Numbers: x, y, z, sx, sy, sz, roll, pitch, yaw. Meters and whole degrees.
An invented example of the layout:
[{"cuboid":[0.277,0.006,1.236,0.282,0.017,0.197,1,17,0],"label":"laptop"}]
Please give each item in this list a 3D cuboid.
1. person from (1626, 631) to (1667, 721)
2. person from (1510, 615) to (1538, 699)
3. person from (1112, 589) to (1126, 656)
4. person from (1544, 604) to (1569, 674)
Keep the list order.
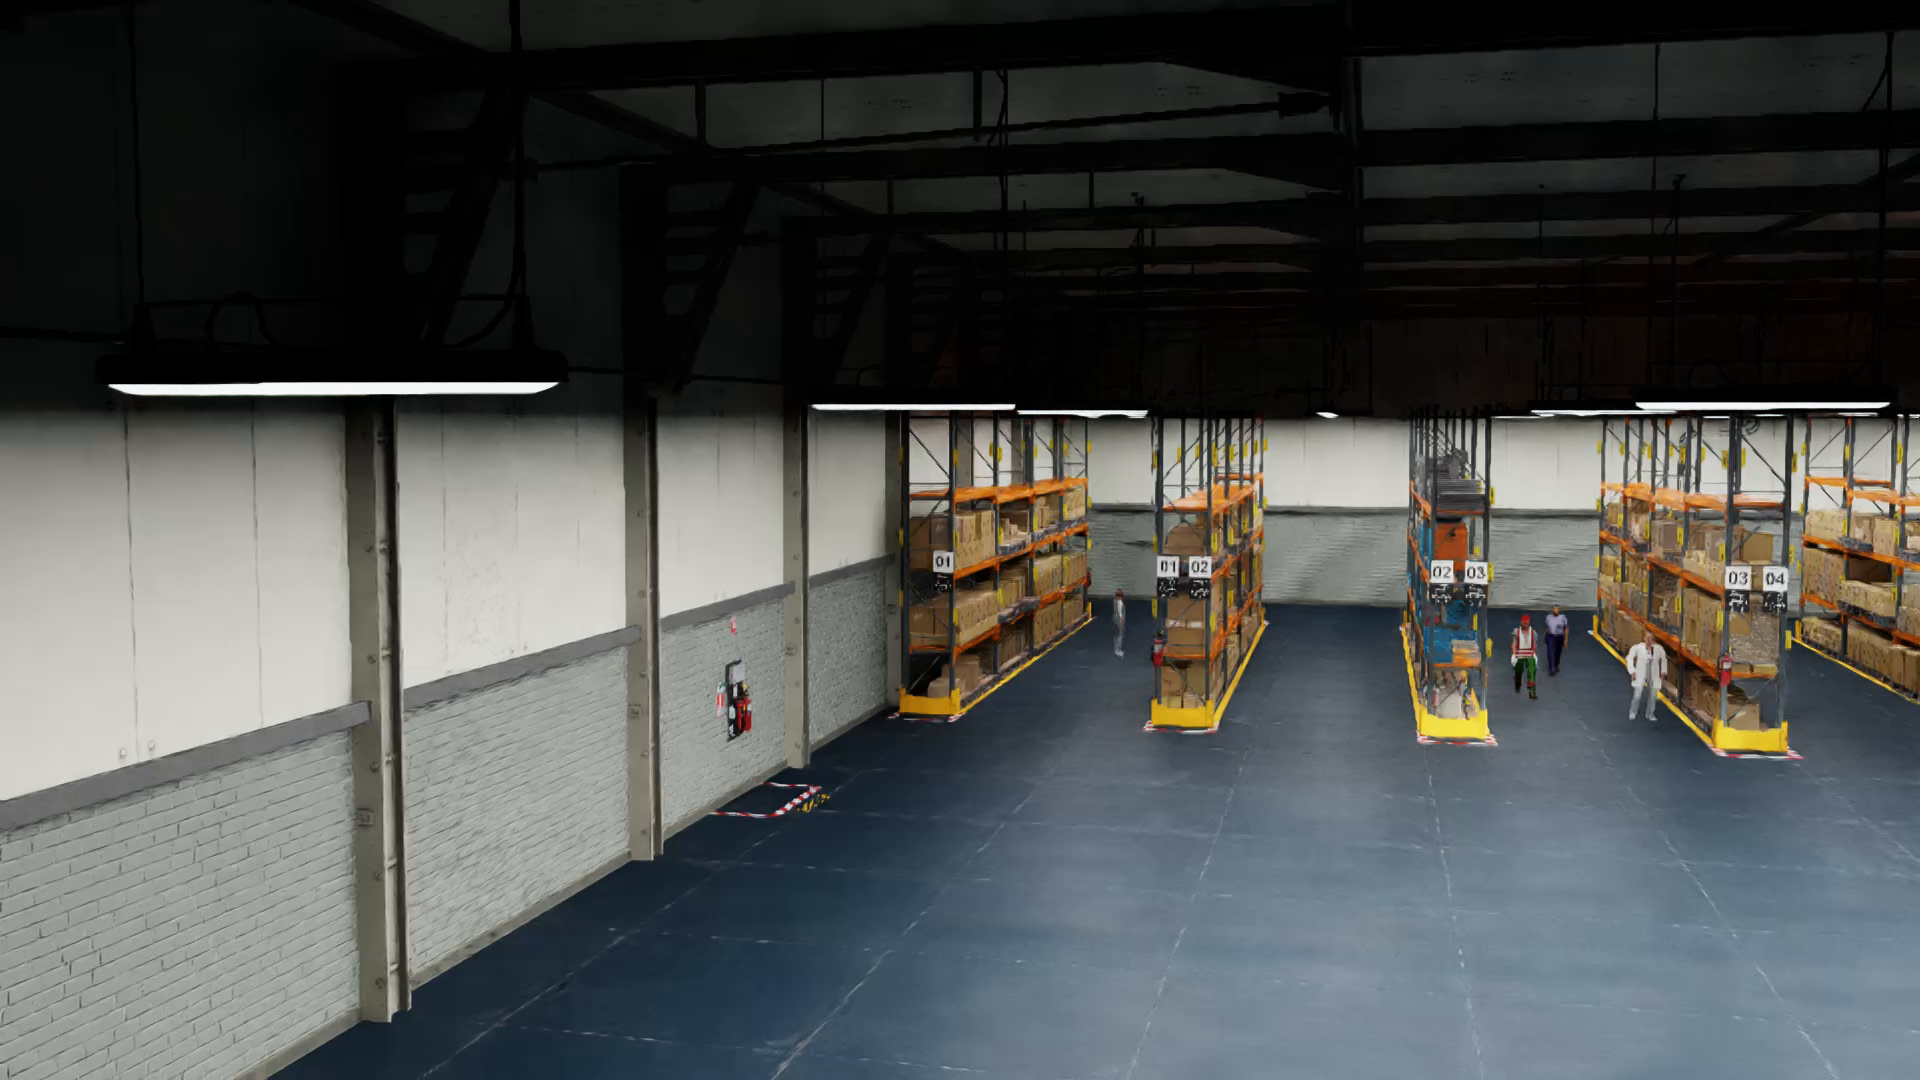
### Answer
[{"cuboid":[13.092,2.637,31.734,0.729,1.631,0.546,1,4,12],"label":"person"},{"cuboid":[11.660,2.385,34.350,0.557,1.705,1.116,1,4,12],"label":"person"},{"cuboid":[3.908,2.016,40.777,0.349,1.641,0.477,-1,4,-15],"label":"person"},{"cuboid":[13.496,2.226,37.619,0.491,1.590,1.001,1,4,13],"label":"person"}]
